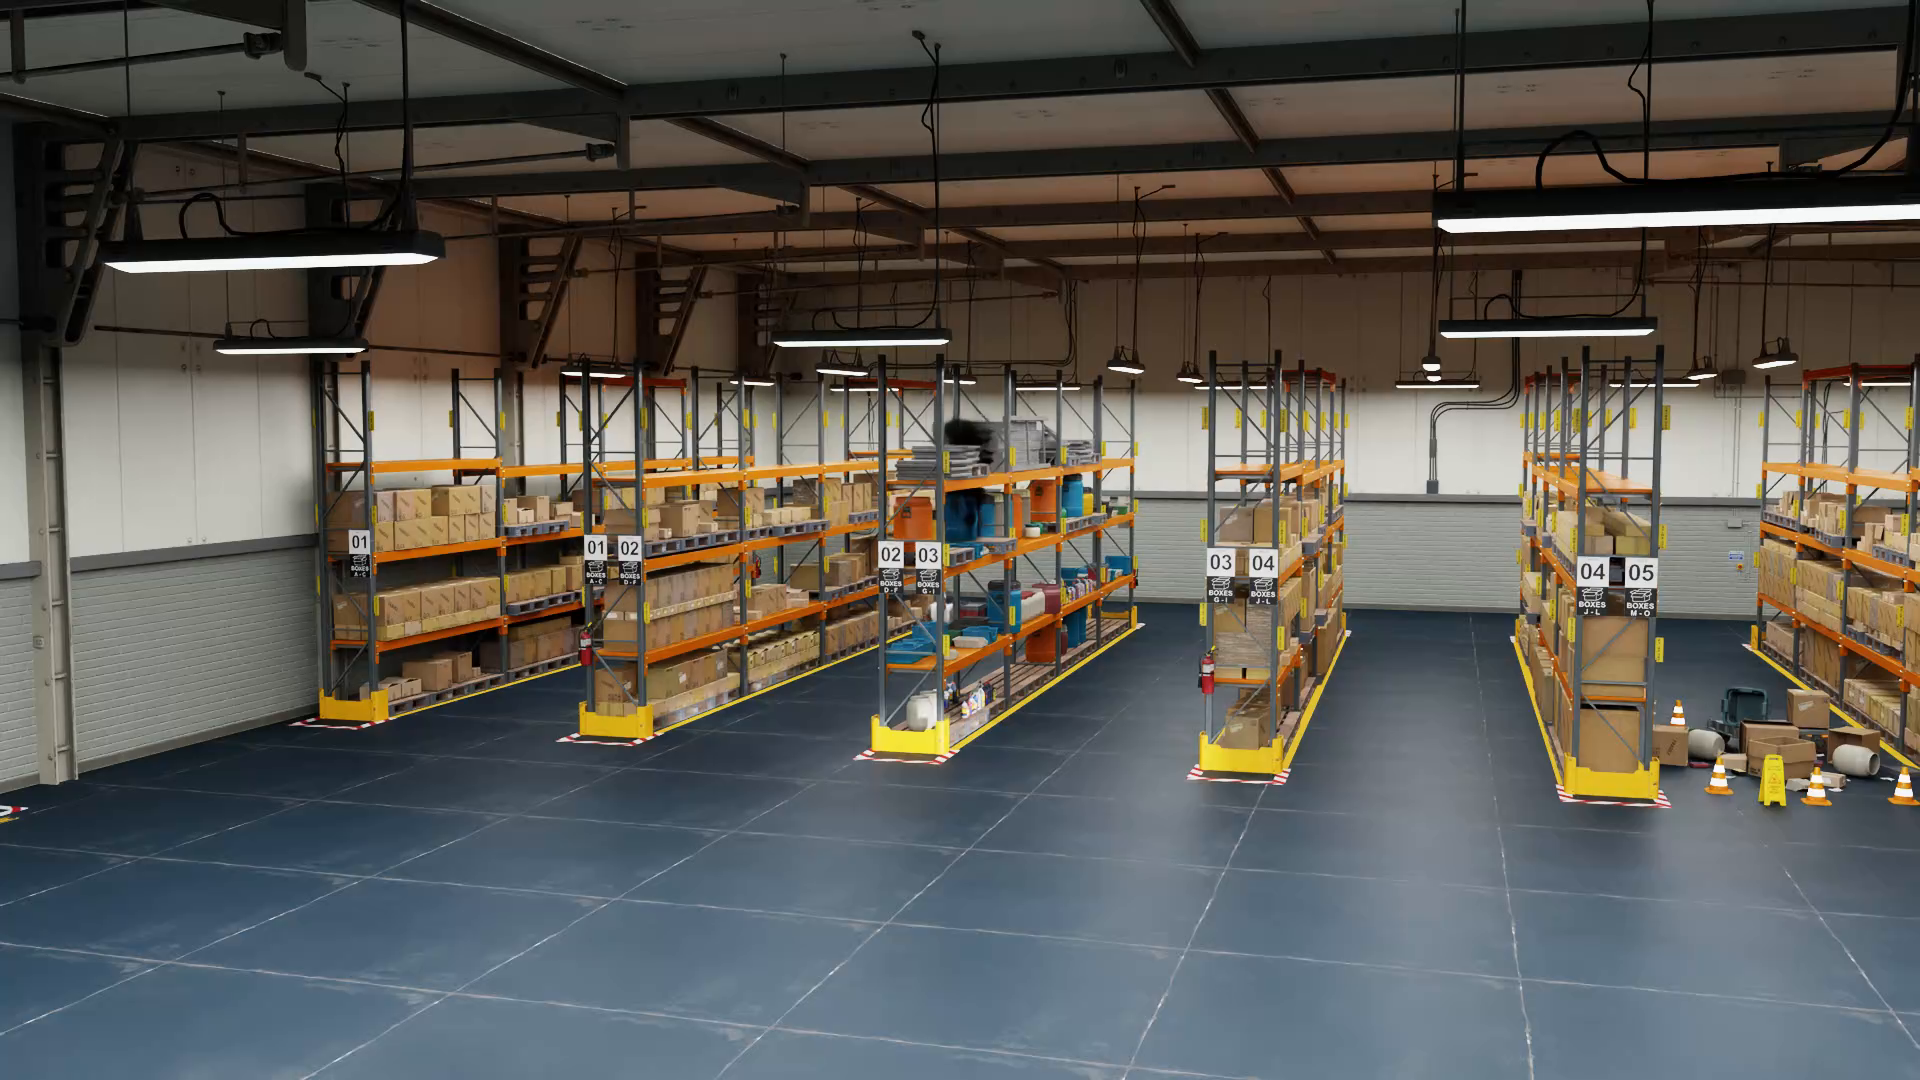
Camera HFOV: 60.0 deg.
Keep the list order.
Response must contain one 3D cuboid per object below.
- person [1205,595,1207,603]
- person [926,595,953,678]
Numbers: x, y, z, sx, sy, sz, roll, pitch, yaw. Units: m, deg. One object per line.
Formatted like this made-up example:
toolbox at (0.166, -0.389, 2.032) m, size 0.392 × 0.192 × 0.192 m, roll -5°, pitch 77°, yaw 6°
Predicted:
person at (5.573, 1.595, 35.918) m, size 0.573 × 1.717 × 0.686 m, roll 1°, pitch 4°, yaw 8°
person at (-0.356, 1.850, 32.425) m, size 0.679 × 1.707 × 0.757 m, roll 1°, pitch 4°, yaw 8°
